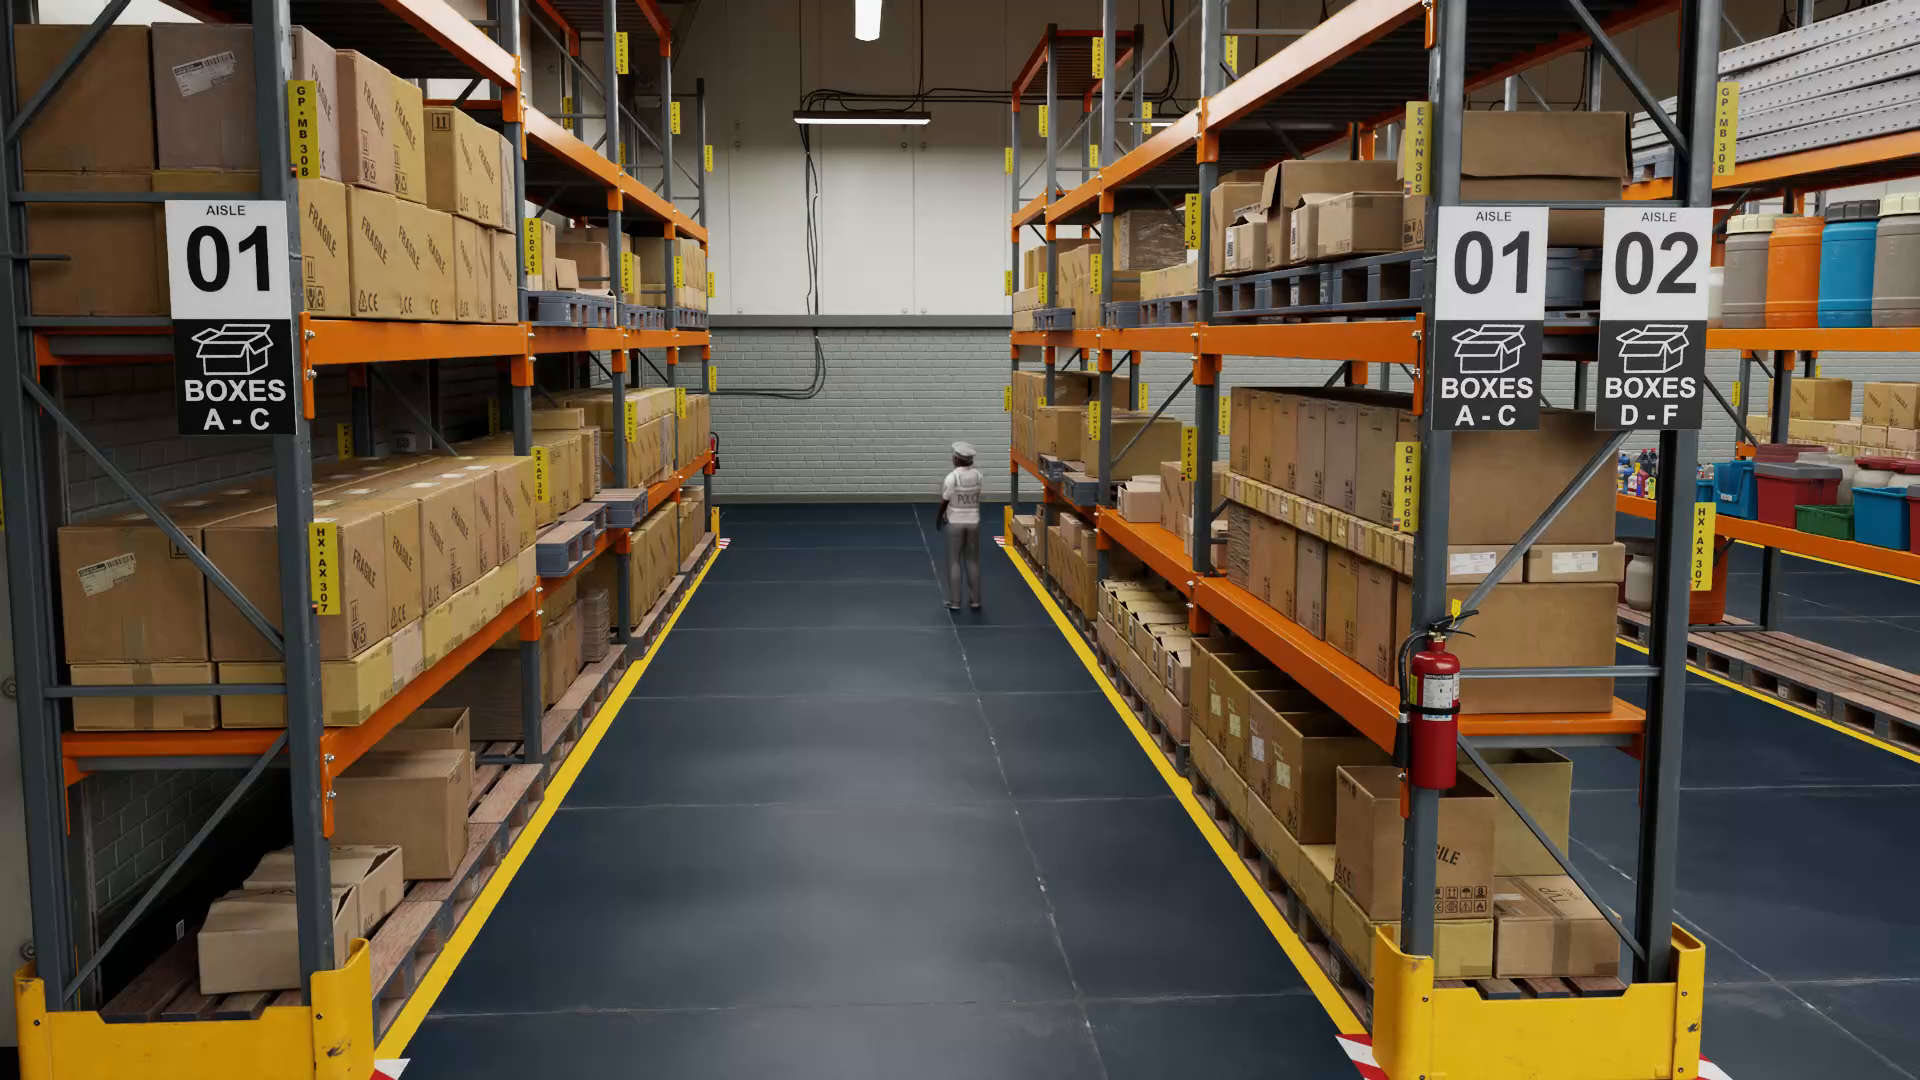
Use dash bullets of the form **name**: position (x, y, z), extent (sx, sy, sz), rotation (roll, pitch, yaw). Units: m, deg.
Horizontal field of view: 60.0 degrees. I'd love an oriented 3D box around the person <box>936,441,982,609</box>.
- **person**: position (0.015, -0.145, 16.786), extent (0.542, 1.689, 0.475), rotation (-5, 8, -34)
